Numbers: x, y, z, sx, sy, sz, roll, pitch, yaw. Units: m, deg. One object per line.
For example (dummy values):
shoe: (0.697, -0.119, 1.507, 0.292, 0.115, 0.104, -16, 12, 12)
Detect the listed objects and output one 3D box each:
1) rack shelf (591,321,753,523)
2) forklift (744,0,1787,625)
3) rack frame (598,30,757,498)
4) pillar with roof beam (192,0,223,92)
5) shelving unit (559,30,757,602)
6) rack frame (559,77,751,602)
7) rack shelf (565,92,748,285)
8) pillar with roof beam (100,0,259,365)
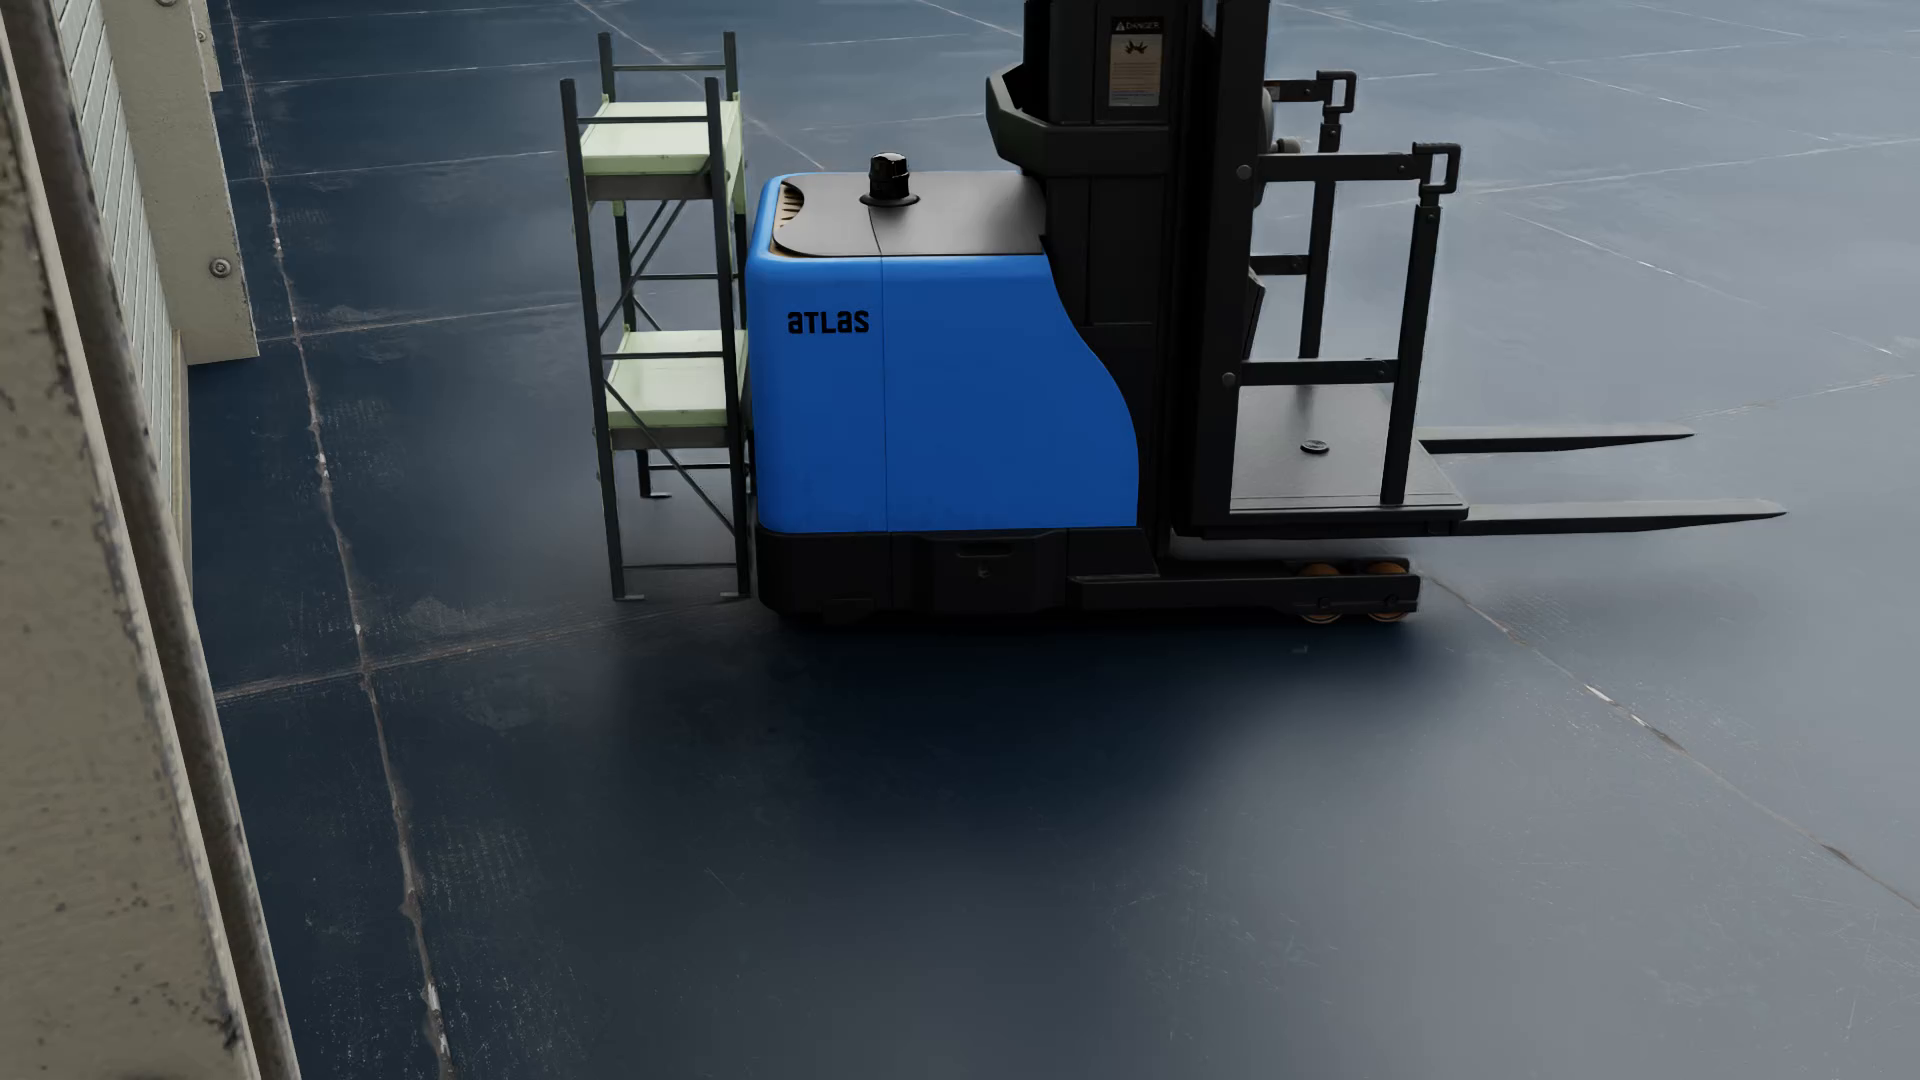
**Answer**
rack shelf: (-0.841, -0.371, 5.043, 0.431, 0.370, 0.720, -2, 26, -3)
forklift: (0.915, -1.310, 4.591, 3.031, 2.935, 1.130, -1, 26, -3)
rack frame: (-0.864, -0.824, 5.228, 0.400, 1.500, 0.023, -2, 26, -3)
pillar with roof beam: (-1.468, -8.009, 11.397, 9.100, 9.000, 0.400, -11, 28, -21)
shelving unit: (-0.841, -0.664, 4.900, 0.431, 1.500, 0.755, -2, 26, -3)
rack frame: (-0.818, -0.503, 4.572, 0.400, 1.500, 0.023, -2, 26, -3)
rack shelf: (-0.841, -1.014, 4.729, 0.431, 0.370, 0.720, -2, 26, -3)
pillar with roof beam: (0.882, -5.587, 6.436, 9.100, 9.000, 0.400, -11, 28, -21)
